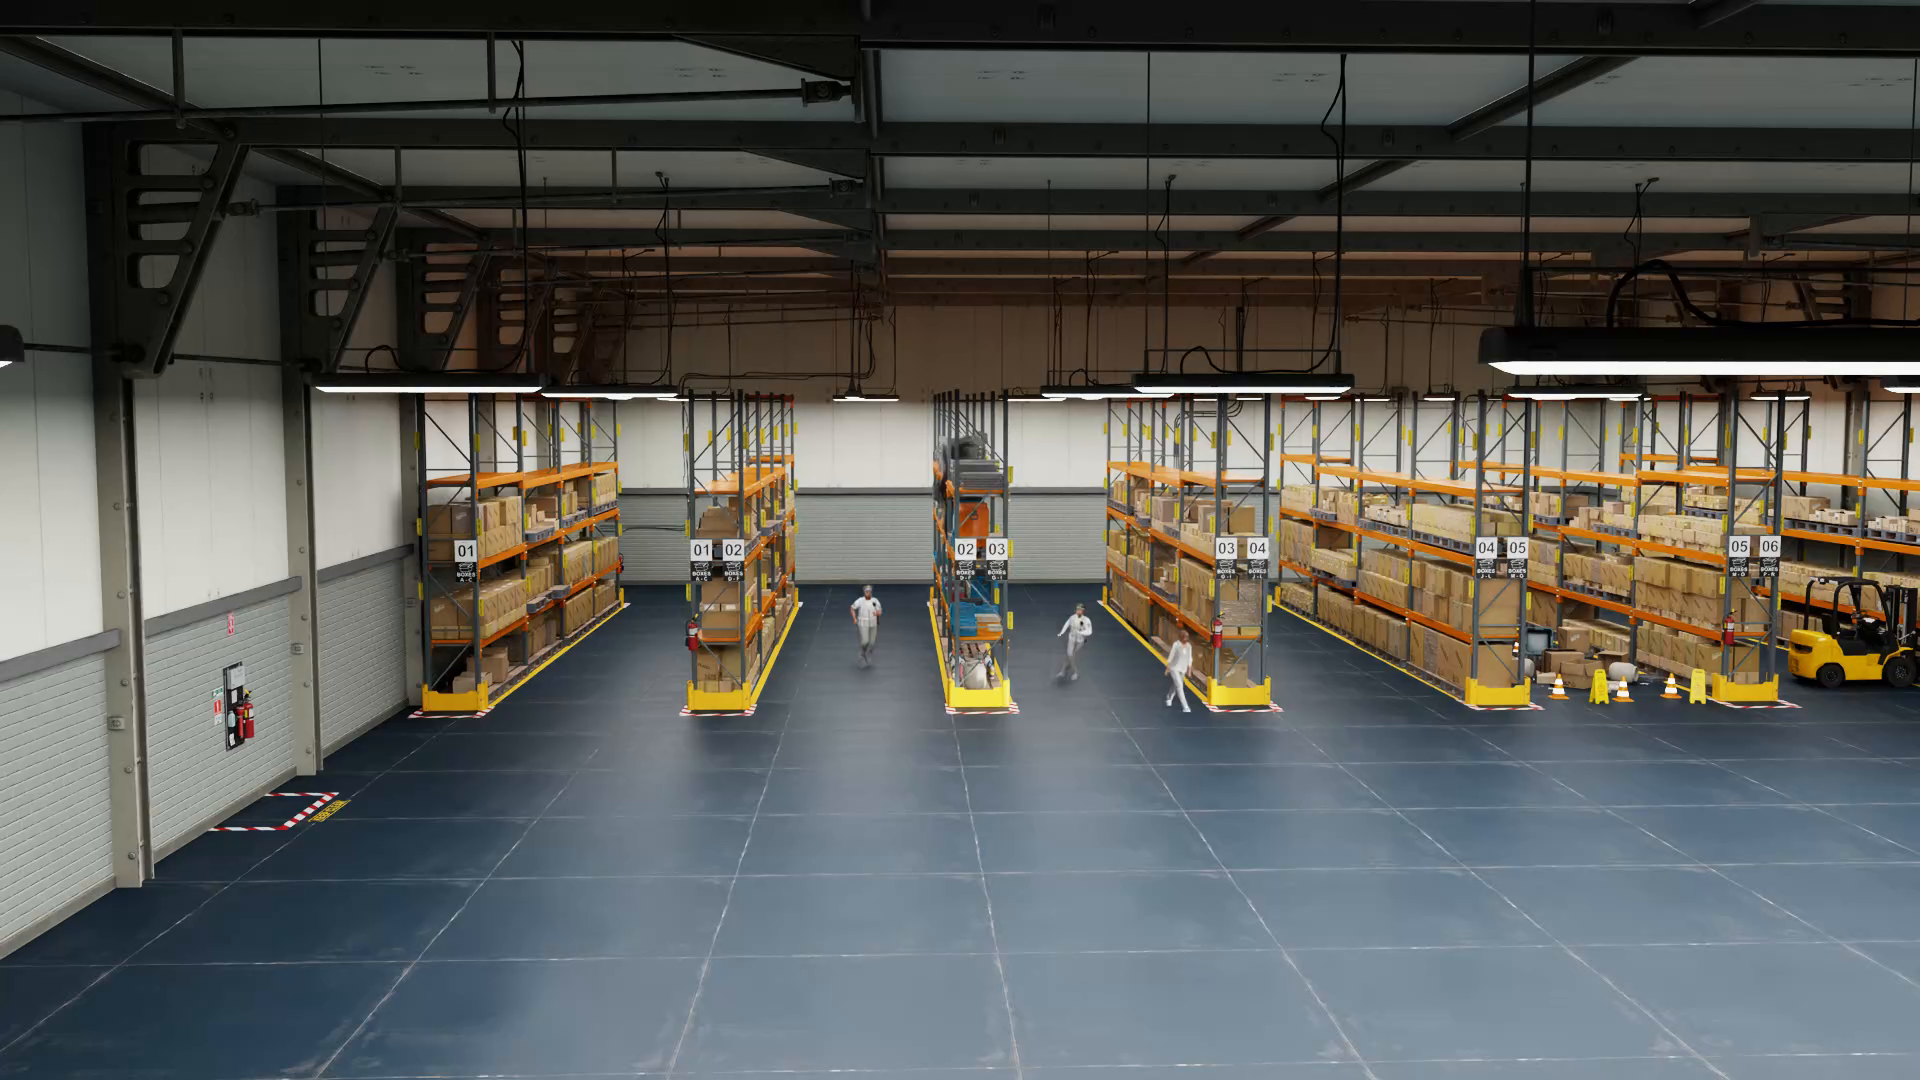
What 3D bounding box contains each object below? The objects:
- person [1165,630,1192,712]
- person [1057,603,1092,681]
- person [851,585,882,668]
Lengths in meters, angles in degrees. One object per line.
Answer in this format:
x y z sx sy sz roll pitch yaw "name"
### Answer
4.089 2.427 31.004 0.484 1.465 1.021 -2 5 -26 "person"
2.380 2.091 34.530 0.740 1.597 0.662 1 5 9 "person"
-2.010 1.896 36.283 0.643 1.810 0.708 -1 5 -18 "person"
